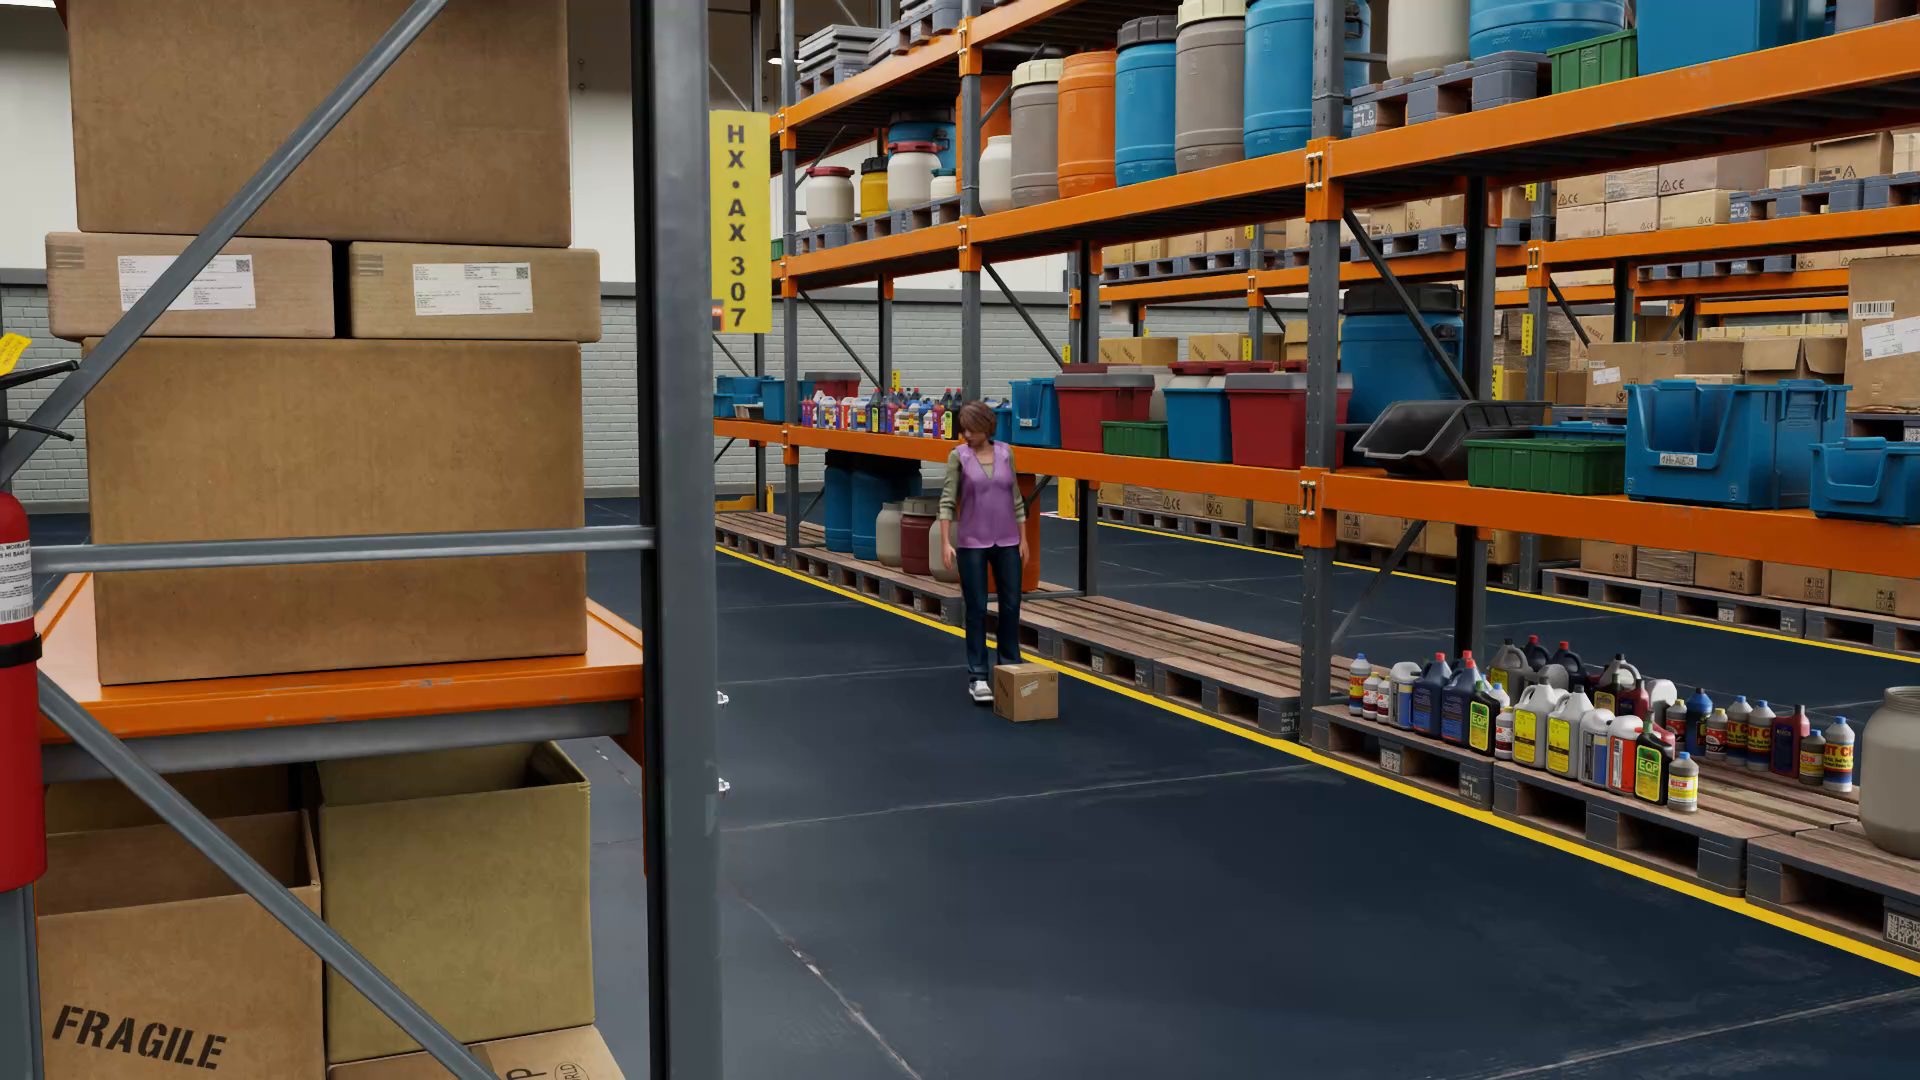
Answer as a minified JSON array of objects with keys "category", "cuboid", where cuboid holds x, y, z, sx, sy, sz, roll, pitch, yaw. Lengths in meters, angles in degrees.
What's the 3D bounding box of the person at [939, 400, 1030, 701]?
[{"category":"person","cuboid":[0.152,0.064,8.942,0.547,1.604,0.348,-2,6,-18]}]
